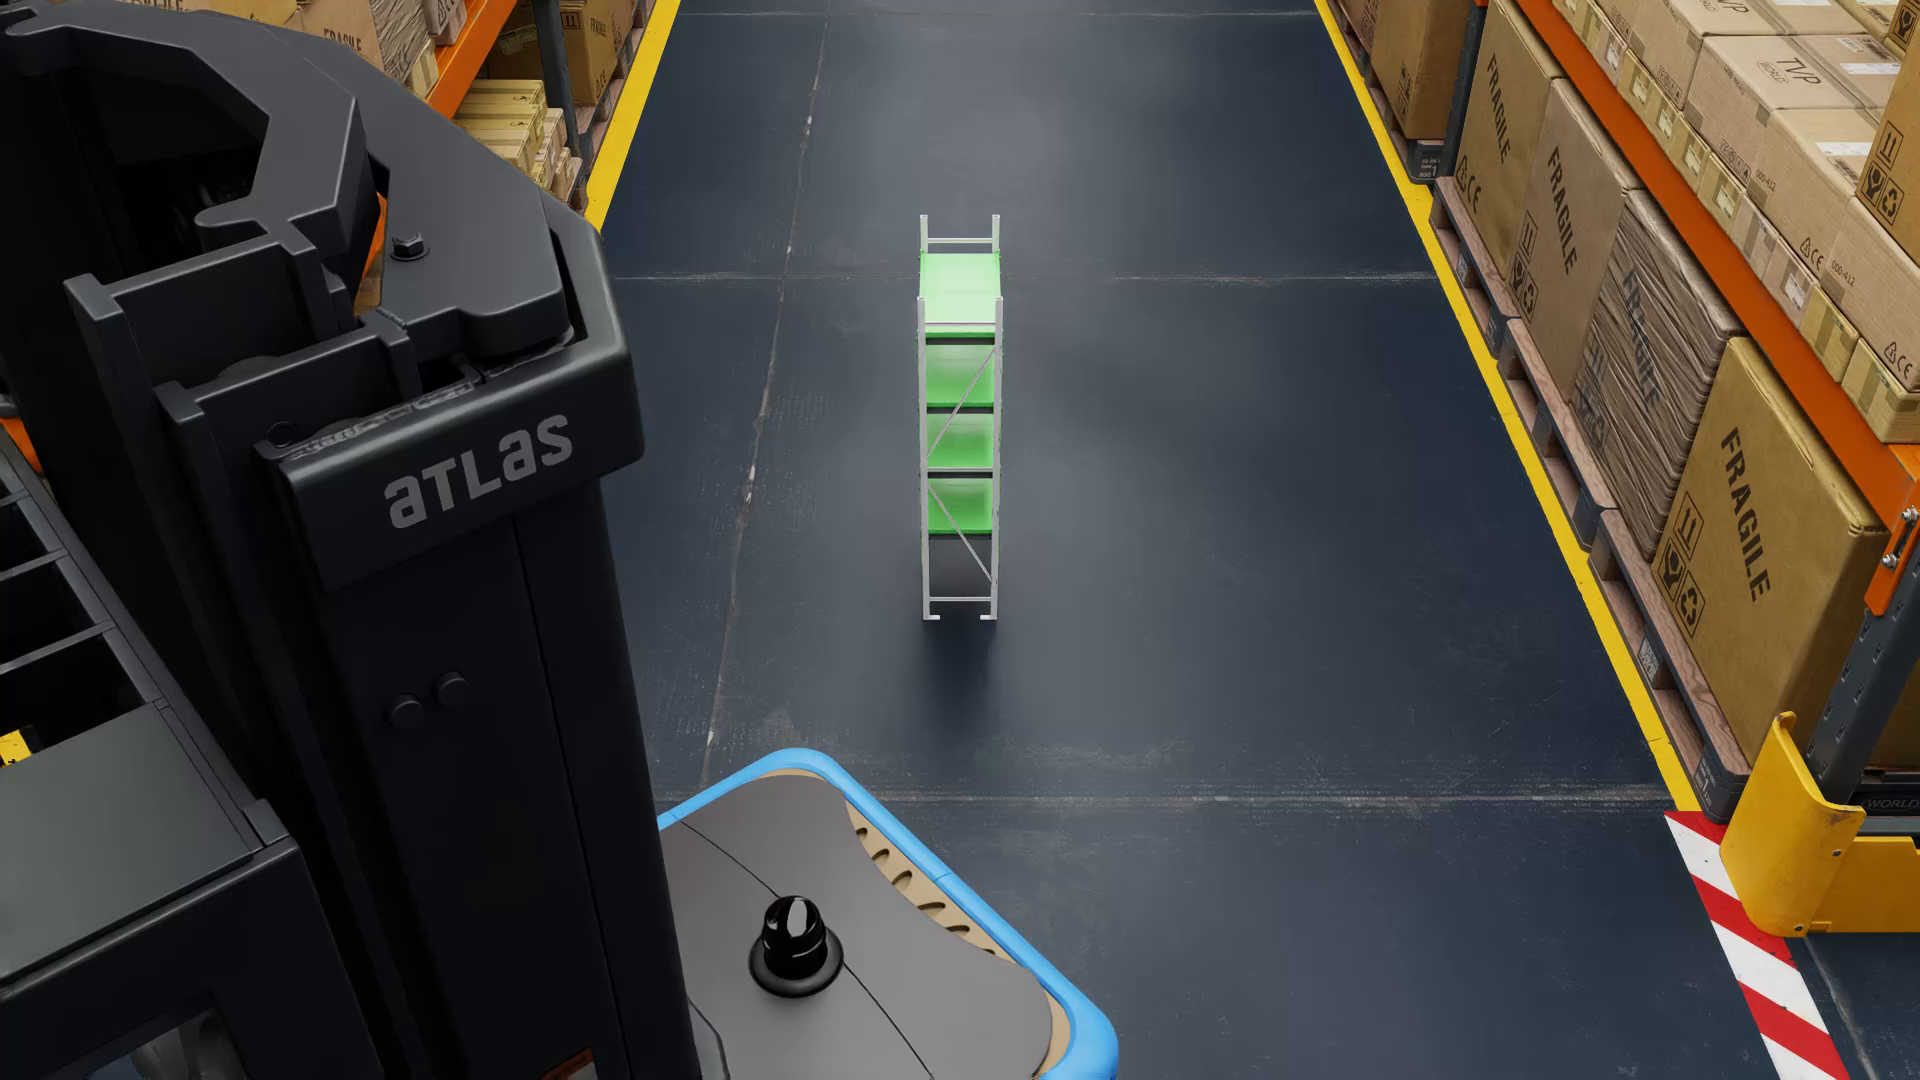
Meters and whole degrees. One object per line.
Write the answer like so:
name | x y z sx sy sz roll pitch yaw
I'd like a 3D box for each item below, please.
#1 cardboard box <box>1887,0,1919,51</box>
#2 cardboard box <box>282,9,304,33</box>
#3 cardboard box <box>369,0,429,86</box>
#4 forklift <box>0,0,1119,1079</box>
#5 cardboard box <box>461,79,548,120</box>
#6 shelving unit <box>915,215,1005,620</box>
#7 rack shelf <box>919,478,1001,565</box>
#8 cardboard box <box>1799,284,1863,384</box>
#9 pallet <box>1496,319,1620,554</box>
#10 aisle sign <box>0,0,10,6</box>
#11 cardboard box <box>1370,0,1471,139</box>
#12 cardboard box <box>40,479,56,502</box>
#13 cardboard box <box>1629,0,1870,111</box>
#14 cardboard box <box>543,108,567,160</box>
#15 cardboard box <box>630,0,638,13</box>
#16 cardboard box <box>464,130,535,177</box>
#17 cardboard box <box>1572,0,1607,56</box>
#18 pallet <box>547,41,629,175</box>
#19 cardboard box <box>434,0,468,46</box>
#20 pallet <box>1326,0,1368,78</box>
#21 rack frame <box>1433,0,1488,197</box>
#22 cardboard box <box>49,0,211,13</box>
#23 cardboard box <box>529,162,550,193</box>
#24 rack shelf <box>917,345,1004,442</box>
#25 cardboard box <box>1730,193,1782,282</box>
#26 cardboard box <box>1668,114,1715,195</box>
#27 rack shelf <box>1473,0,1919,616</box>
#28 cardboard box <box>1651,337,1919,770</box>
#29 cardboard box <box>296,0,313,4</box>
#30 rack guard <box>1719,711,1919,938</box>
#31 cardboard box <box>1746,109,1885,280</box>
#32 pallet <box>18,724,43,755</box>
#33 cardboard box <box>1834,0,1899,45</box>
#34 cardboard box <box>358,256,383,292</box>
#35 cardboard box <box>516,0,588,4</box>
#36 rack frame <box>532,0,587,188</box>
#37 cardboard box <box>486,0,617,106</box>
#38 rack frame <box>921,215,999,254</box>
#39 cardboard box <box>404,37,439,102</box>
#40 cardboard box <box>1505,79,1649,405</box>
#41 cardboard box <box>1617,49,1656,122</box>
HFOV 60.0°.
cardboard box | 2.971 -1.522 4.534 0.500 0.500 0.500 -1 39 -1
cardboard box | -2.001 -1.066 4.363 0.500 0.500 0.500 0 39 0
cardboard box | -1.996 -1.691 5.143 0.500 0.500 0.500 -1 39 -1
forklift | -1.155 0.930 2.246 3.031 2.935 1.130 -28 46 -30
cardboard box | -1.995 -1.858 7.137 0.380 0.149 0.250 1 39 1
shelving unit | 0.000 -0.365 5.246 0.258 1.200 0.503 0 39 0
rack shelf | 0.000 -0.128 5.436 0.258 0.148 0.480 0 39 0
cardboard box | 2.377 -0.522 4.204 0.380 0.149 0.250 0 39 0
pallet | 2.631 -0.408 6.090 1.003 0.211 1.213 0 39 0
aisle sign | -1.951 -1.264 2.850 0.394 0.787 0.004 0 39 0
cardboard box | 2.684 -2.472 7.799 1.225 0.875 0.875 0 39 0
cardboard box | -2.575 -0.228 5.104 0.380 0.149 0.250 -1 39 -1
cardboard box | 2.437 -1.557 5.176 0.500 0.250 0.500 0 39 0
cardboard box | -1.937 -1.767 7.262 0.380 0.149 0.250 1 39 1
cardboard box | -2.008 -3.105 8.890 0.500 0.500 0.500 1 39 1
cardboard box | -1.948 -1.542 6.744 0.380 0.149 0.250 0 39 0
cardboard box | 2.376 -1.800 5.798 0.380 0.149 0.250 -1 39 -1
pallet | -2.258 -2.195 8.320 1.003 0.211 1.213 0 39 0
cardboard box | -1.966 -1.861 5.874 0.380 0.149 0.250 -2 39 -2
pallet | 2.624 -2.896 9.195 1.003 0.211 1.213 0 39 0
rack frame | 2.704 -2.737 6.766 1.000 3.000 0.127 0 39 0
cardboard box | -1.986 -1.121 3.633 0.500 0.500 0.500 0 39 0
cardboard box | -1.907 -1.430 6.842 0.380 0.149 0.250 -1 39 -2
rack shelf | 0.000 -0.502 5.136 0.258 0.148 0.480 0 39 0
cardboard box | 2.379 -0.836 4.596 0.380 0.149 0.250 1 39 1
cardboard box | 2.376 -1.161 5.000 0.380 0.149 0.250 0 39 0
rack shelf | 2.707 -1.205 5.431 1.077 0.370 4.000 0 39 0
cardboard box | 2.628 0.030 4.677 0.875 0.875 0.875 0 39 0
cardboard box | -1.971 -1.762 4.433 0.500 0.500 0.500 -1 39 -1
rack guard | 2.709 0.755 4.408 1.175 0.500 0.348 0 39 0
cardboard box | 2.443 -0.913 4.373 0.500 0.250 0.500 -1 39 -1
pallet | -2.217 0.238 5.285 1.003 0.211 1.213 0 39 0
cardboard box | 2.968 -1.559 5.179 0.500 0.250 0.500 -1 39 -1
cardboard box | -2.029 -0.886 5.926 0.380 0.149 0.250 0 39 0
cardboard box | -1.992 -2.740 7.833 0.500 0.250 0.500 -2 39 -2
rack frame | -2.256 -2.796 6.841 1.000 3.000 0.127 0 39 0
cardboard box | -1.991 -2.447 8.068 0.500 0.500 0.500 1 39 2
rack frame | 0.000 -0.517 5.436 0.240 1.200 0.015 0 39 0
cardboard box | -1.948 -1.542 5.477 0.380 0.149 0.250 1 39 1
cardboard box | 2.626 -1.096 6.082 0.875 0.875 0.875 0 39 0
cardboard box | 2.375 -1.479 5.397 0.380 0.149 0.250 -1 39 -1
